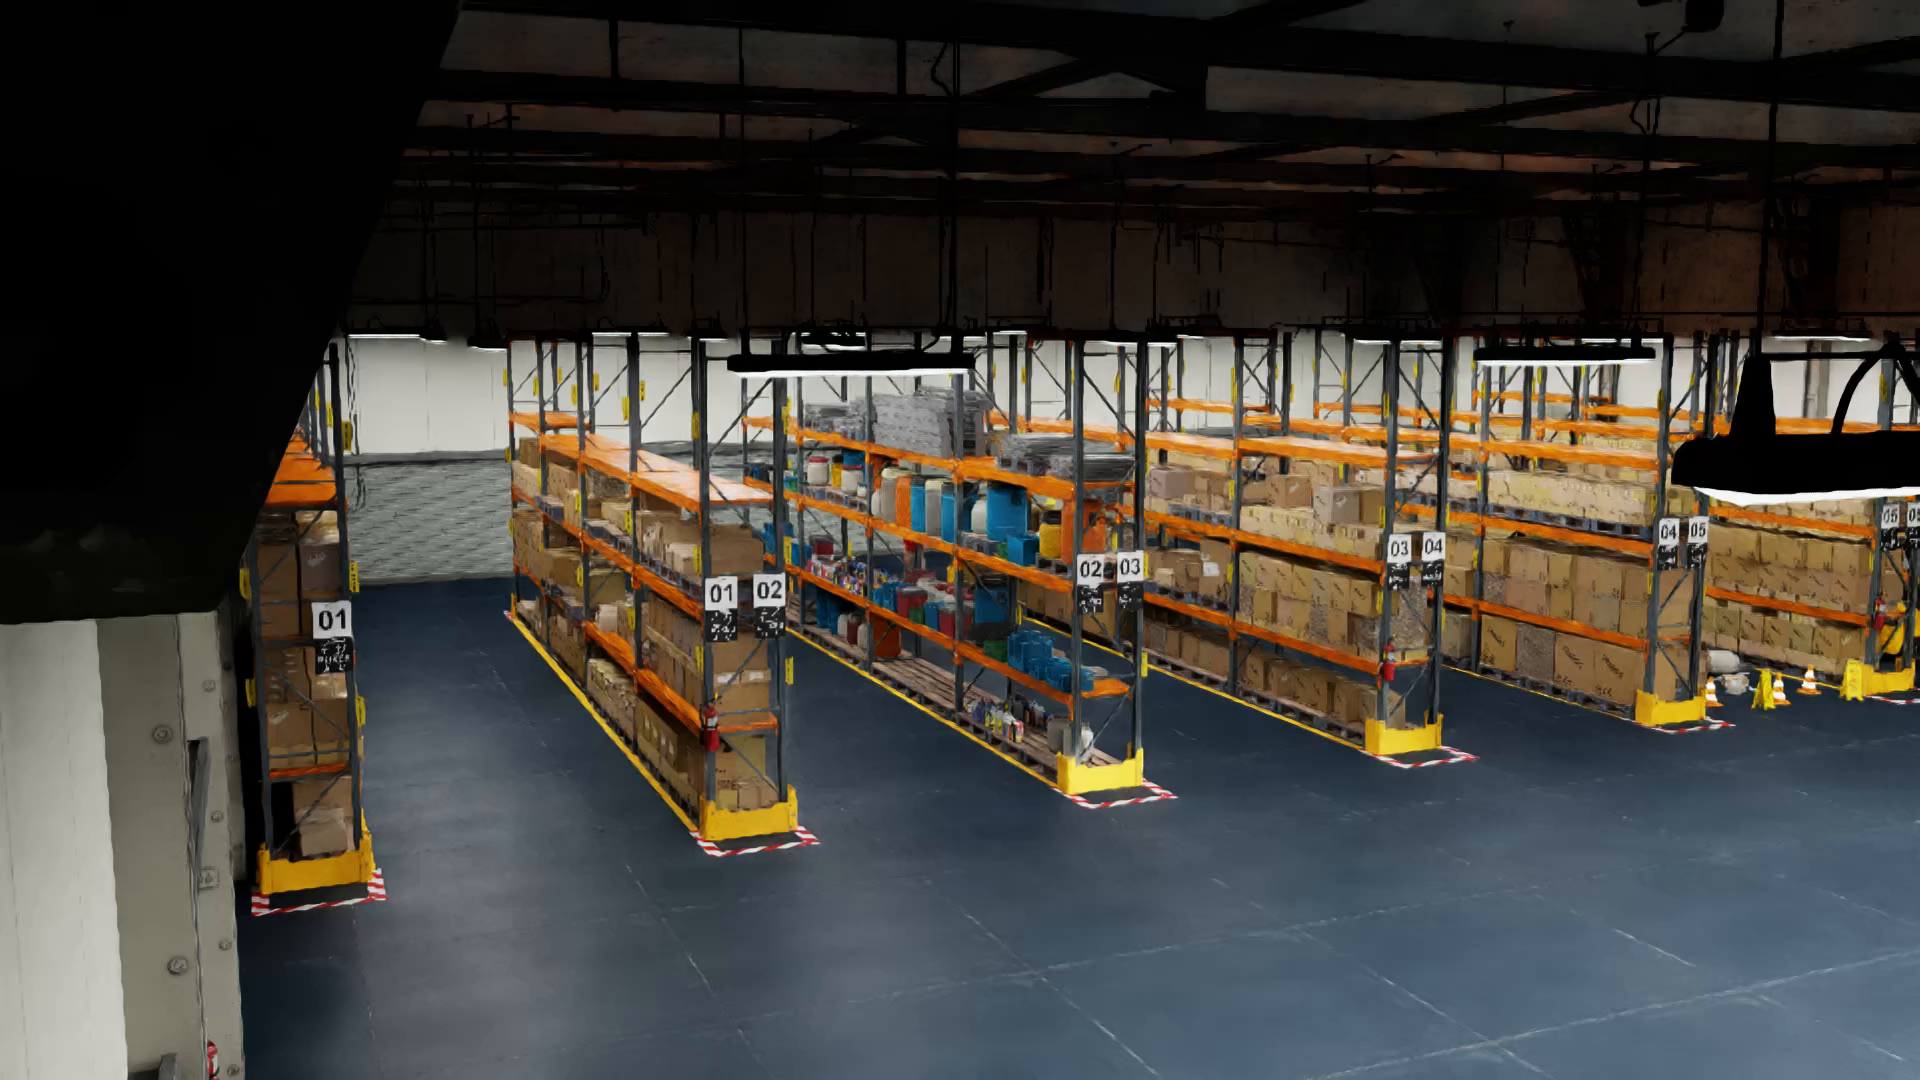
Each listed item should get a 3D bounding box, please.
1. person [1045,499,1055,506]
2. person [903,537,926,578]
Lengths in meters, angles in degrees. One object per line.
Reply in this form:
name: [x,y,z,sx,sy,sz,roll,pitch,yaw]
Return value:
person: [2.330,-0.159,41.377,0.585,1.762,0.708,6,10,38]
person: [-1.040,0.331,37.990,0.544,1.642,1.111,-3,8,-20]
